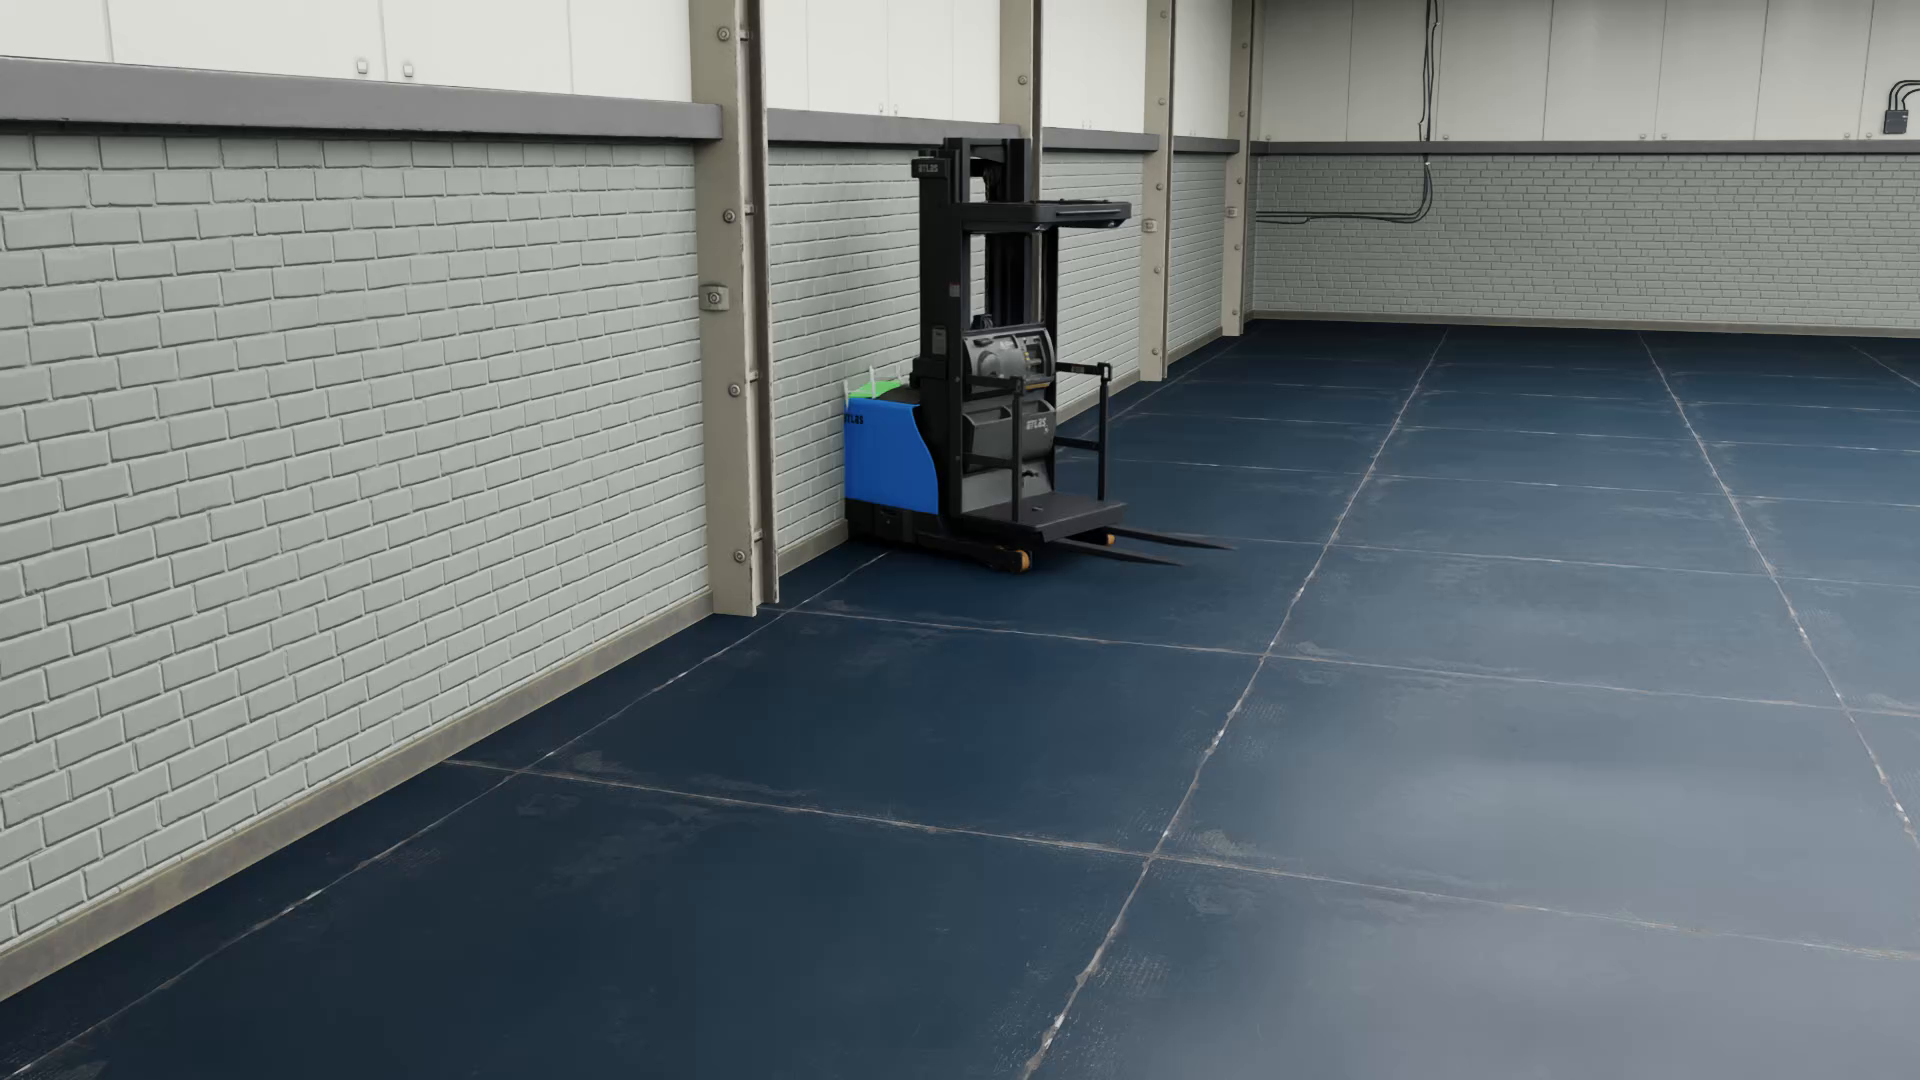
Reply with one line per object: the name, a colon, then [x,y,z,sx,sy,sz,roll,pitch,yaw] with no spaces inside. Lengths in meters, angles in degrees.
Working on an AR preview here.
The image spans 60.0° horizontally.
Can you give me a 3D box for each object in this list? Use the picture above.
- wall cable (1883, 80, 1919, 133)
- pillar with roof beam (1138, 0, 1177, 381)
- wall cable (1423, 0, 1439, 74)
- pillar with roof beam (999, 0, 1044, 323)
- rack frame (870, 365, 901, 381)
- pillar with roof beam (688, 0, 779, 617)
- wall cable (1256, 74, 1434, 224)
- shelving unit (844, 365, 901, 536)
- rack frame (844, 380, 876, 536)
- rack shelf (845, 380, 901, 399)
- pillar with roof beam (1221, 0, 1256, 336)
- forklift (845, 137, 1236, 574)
wall cable: [15.629,-9.247,25.137,2.305,6.003,0.169,4,14,18]
pillar with roof beam: [6.579,-6.178,19.331,9.100,9.000,0.400,4,14,18]
wall cable: [9.211,-9.030,27.455,3.097,2.526,0.112,4,14,18]
pillar with roof beam: [4.638,-4.914,13.796,9.100,9.000,0.400,4,14,18]
rack frame: [-0.530,-0.757,12.825,0.240,1.200,0.015,2,19,20]
pillar with roof beam: [2.697,-3.651,8.261,9.100,9.000,0.400,4,14,18]
wall cable: [6.652,-6.762,28.870,3.097,2.526,0.112,4,14,18]
shelving unit: [-0.613,-0.679,12.609,0.258,1.200,0.503,2,19,20]
rack frame: [-0.696,-0.602,12.393,0.240,1.200,0.015,2,19,20]
rack shelf: [-0.644,-1.073,12.479,0.258,0.148,0.480,2,19,20]
pillar with roof beam: [8.521,-7.441,24.866,9.100,9.000,0.400,4,14,18]
forklift: [0.514,-1.327,11.714,3.031,2.935,1.130,11,17,40]
